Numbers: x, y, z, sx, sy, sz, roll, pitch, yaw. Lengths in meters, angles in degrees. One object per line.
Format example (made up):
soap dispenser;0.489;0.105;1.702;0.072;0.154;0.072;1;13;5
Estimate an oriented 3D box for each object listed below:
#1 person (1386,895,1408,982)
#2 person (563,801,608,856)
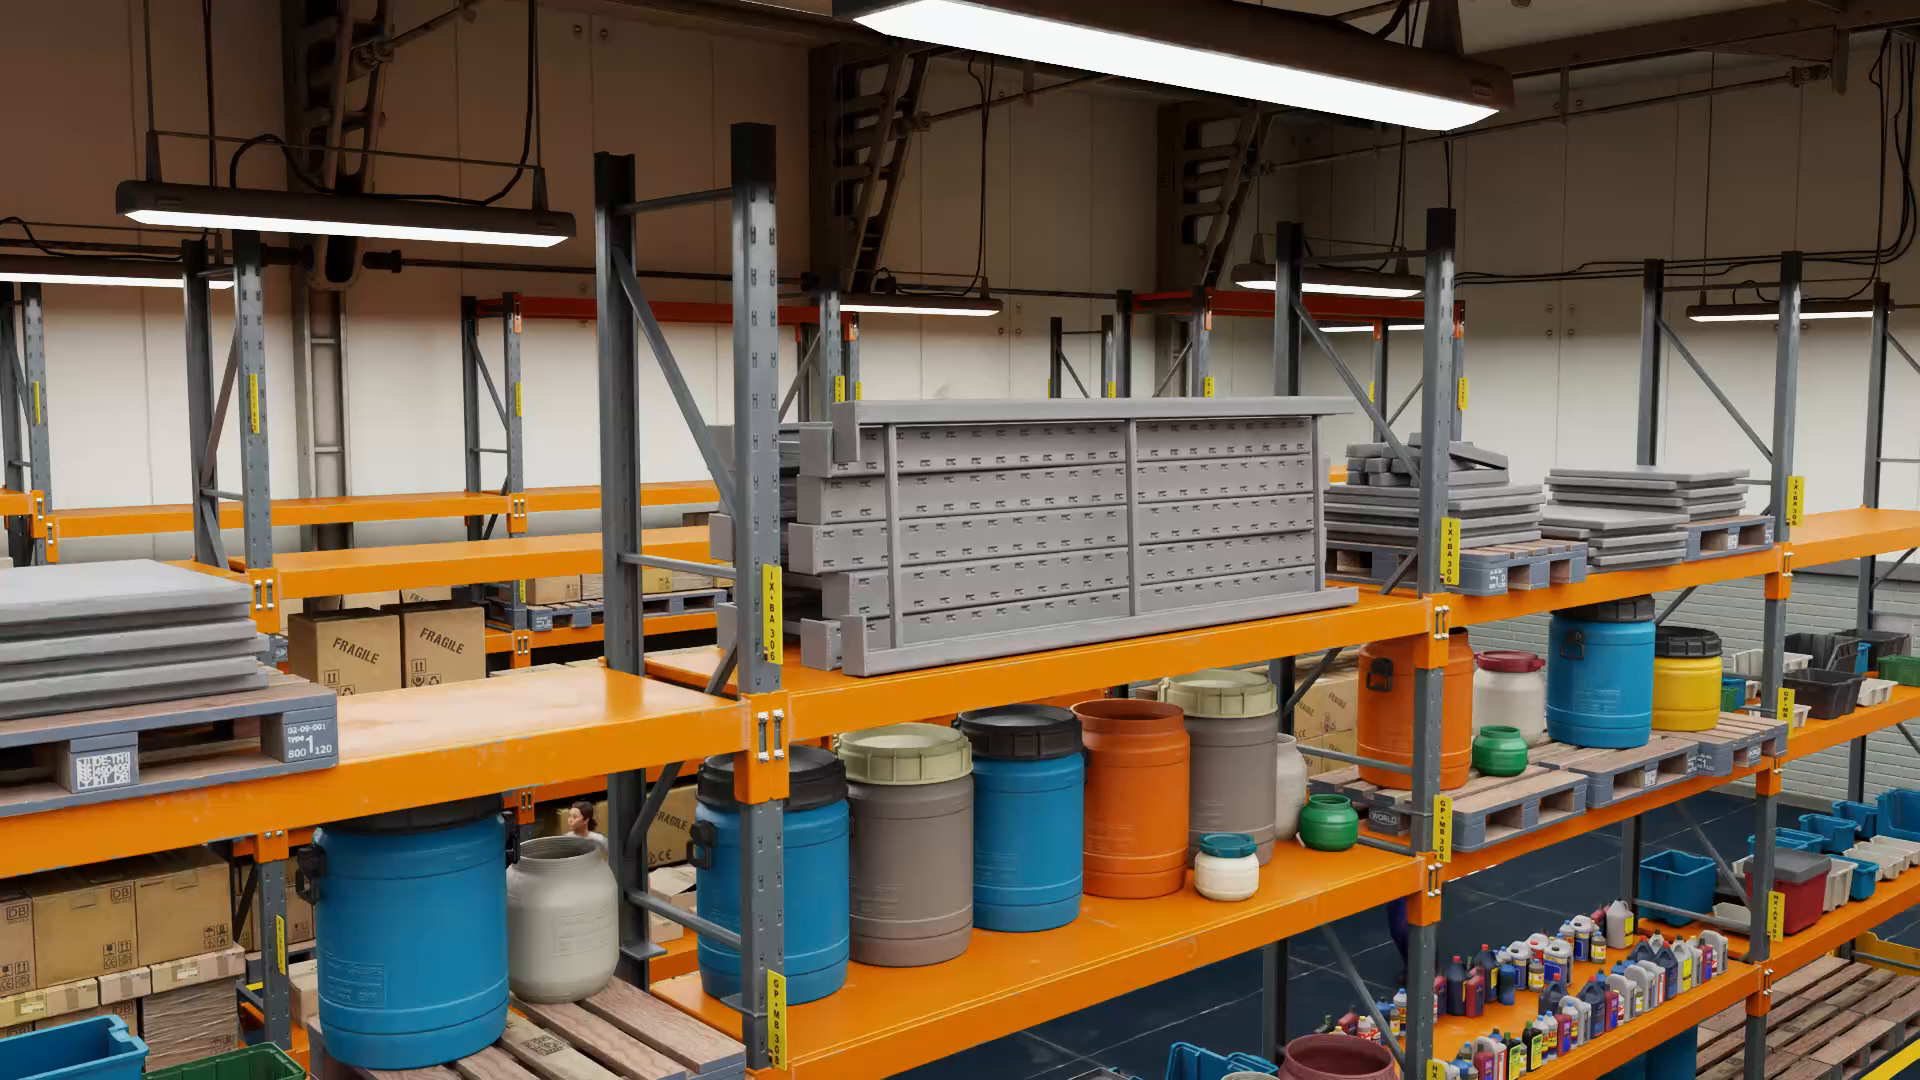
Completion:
person;3.797;3.013;14.257;0.586;1.614;0.581;5;7;40
person;-3.148;3.001;13.847;0.565;1.674;0.950;4;7;36
